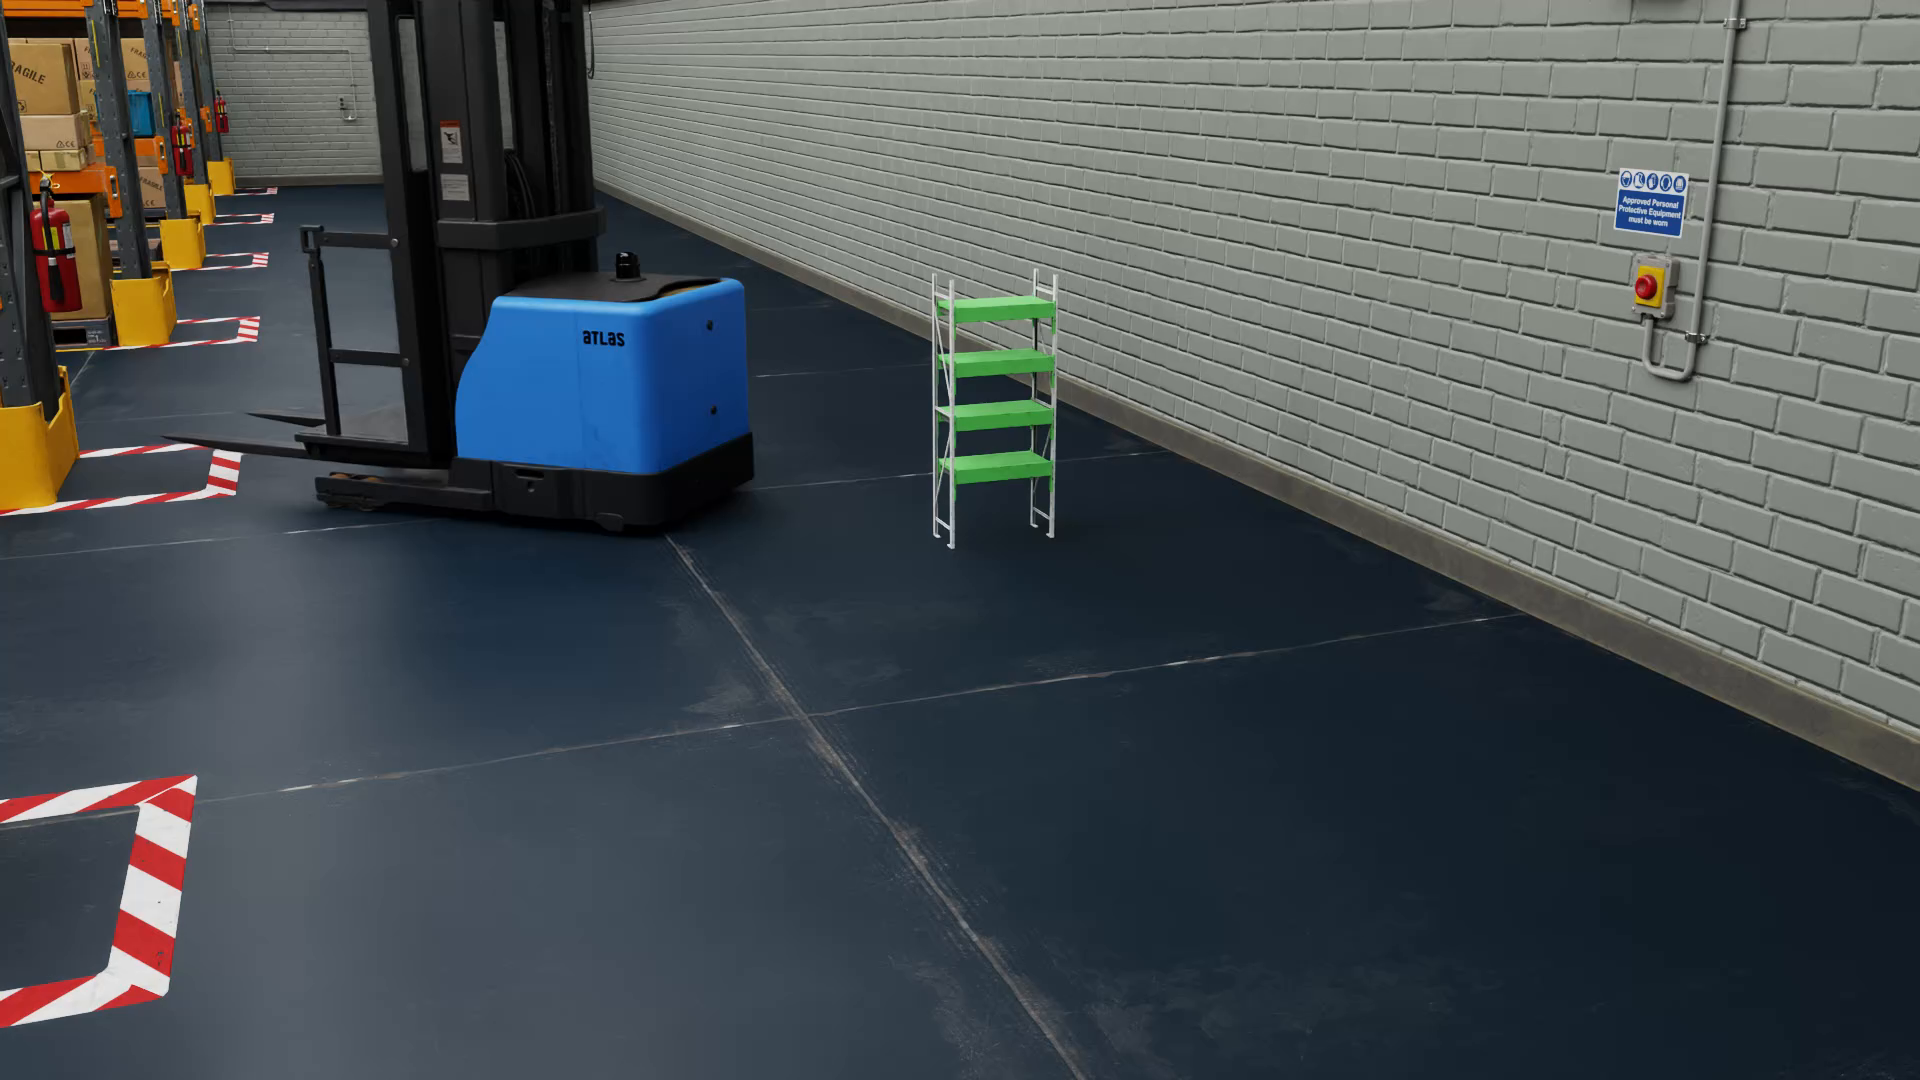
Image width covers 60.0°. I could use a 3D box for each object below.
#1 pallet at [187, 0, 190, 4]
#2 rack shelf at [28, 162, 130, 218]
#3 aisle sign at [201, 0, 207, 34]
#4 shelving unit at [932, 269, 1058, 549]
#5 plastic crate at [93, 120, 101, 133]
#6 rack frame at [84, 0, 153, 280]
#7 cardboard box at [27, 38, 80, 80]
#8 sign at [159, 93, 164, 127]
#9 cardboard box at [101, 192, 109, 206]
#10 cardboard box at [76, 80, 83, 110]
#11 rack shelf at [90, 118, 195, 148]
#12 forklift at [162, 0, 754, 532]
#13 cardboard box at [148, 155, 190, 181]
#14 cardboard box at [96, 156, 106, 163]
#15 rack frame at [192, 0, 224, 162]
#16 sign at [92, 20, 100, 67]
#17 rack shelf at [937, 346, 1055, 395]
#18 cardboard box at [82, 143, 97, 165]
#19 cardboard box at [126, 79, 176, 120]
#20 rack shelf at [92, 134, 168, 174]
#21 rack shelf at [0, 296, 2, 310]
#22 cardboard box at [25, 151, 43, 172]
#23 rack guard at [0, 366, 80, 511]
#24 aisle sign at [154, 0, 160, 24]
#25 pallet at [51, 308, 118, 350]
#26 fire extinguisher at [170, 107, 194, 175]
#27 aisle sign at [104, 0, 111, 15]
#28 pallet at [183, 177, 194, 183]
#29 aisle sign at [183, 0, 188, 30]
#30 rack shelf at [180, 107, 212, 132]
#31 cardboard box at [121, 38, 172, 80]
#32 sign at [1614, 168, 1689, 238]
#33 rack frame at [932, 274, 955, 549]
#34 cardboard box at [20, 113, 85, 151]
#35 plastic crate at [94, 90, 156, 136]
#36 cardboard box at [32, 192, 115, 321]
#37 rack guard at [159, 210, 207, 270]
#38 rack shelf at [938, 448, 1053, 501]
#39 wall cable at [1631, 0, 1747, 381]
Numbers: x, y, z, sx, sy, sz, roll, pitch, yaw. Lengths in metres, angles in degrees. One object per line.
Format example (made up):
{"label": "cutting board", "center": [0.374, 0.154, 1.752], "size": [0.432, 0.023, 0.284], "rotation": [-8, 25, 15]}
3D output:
{"label": "pallet", "center": [-12.435, -8.294, 25.352], "size": [1.213, 0.211, 1.003], "rotation": [-6, 17, -20]}
{"label": "rack shelf", "center": [-8.297, -2.518, 12.127], "size": [4.000, 0.370, 1.077], "rotation": [-6, 17, -20]}
{"label": "aisle sign", "center": [-11.572, -8.150, 25.415], "size": [0.004, 0.787, 0.394], "rotation": [-6, 17, -20]}
{"label": "shelving unit", "center": [0.155, -0.592, 7.486], "size": [0.503, 1.200, 0.258], "rotation": [-6, 17, -20]}
{"label": "plastic crate", "center": [-8.879, -4.322, 17.352], "size": [0.298, 0.136, 0.250], "rotation": [-6, 17, -20]}
{"label": "rack frame", "center": [-6.429, -3.065, 12.712], "size": [0.127, 3.000, 1.000], "rotation": [-6, 17, -20]}
{"label": "cardboard box", "center": [-11.242, -5.978, 20.678], "size": [0.500, 0.500, 0.500], "rotation": [-6, 17, -19]}
{"label": "sign", "center": [-7.989, -4.303, 16.639], "size": [0.005, 0.325, 0.100], "rotation": [-6, 17, -20]}
{"label": "cardboard box", "center": [-11.047, -4.533, 21.810], "size": [0.500, 0.250, 0.500], "rotation": [-6, 17, -20]}
{"label": "cardboard box", "center": [-11.242, -5.501, 20.829], "size": [0.500, 0.500, 0.500], "rotation": [-6, 17, -20]}
{"label": "rack shelf", "center": [-11.838, -5.125, 21.004], "size": [4.000, 0.370, 1.077], "rotation": [-6, 17, -20]}
{"label": "forklift", "center": [-2.615, -1.677, 8.106], "size": [3.031, 2.935, 1.130], "rotation": [6, 17, 19]}
{"label": "cardboard box", "center": [-12.364, -5.880, 25.989], "size": [0.500, 0.500, 0.700], "rotation": [-6, 17, -20]}
{"label": "cardboard box", "center": [-13.301, -5.779, 25.644], "size": [0.500, 0.500, 0.700], "rotation": [-7, 18, -22]}
{"label": "rack frame", "center": [-11.746, -6.975, 26.026], "size": [0.127, 3.000, 1.000], "rotation": [-6, 17, -20]}
{"label": "sign", "center": [-6.248, -3.590, 12.024], "size": [0.005, 0.325, 0.100], "rotation": [-6, 17, -20]}
{"label": "rack shelf", "center": [0.155, -0.761, 7.436], "size": [0.480, 0.148, 0.258], "rotation": [-6, 17, -20]}
{"label": "cardboard box", "center": [-6.879, -2.996, 12.921], "size": [0.250, 0.149, 0.380], "rotation": [-6, 17, -19]}
{"label": "cardboard box", "center": [-10.291, -5.603, 21.177], "size": [0.500, 0.500, 0.500], "rotation": [-6, 17, -18]}
{"label": "rack shelf", "center": [-10.069, -3.821, 16.564], "size": [4.000, 0.370, 1.077], "rotation": [-6, 17, -20]}
{"label": "rack shelf", "center": [-6.616, -1.203, 7.648], "size": [4.000, 0.370, 1.077], "rotation": [-6, 17, -20]}
{"label": "cardboard box", "center": [-6.886, -2.795, 12.239], "size": [0.250, 0.149, 0.380], "rotation": [-6, 17, -20]}
{"label": "rack guard", "center": [-4.820, -0.543, 8.559], "size": [0.348, 0.500, 1.175], "rotation": [-6, 17, -20]}
{"label": "aisle sign", "center": [-8.029, -5.546, 16.545], "size": [0.004, 0.787, 0.394], "rotation": [-6, 17, -20]}
{"label": "pallet", "center": [-7.148, -1.626, 12.760], "size": [1.213, 0.211, 1.003], "rotation": [-6, 17, -20]}
{"label": "fire extinguisher", "center": [-7.898, -4.048, 16.858], "size": [0.183, 0.674, 0.296], "rotation": [-6, 17, -20]}
{"label": "aisle sign", "center": [-6.255, -4.241, 12.102], "size": [0.004, 0.787, 0.394], "rotation": [-6, 17, -20]}
{"label": "pallet", "center": [-12.465, -5.536, 26.074], "size": [1.213, 0.211, 1.003], "rotation": [-6, 17, -20]}
{"label": "aisle sign", "center": [-9.797, -6.845, 20.971], "size": [0.004, 0.787, 0.394], "rotation": [-6, 17, -20]}
{"label": "rack shelf", "center": [-13.614, -6.428, 25.441], "size": [4.000, 0.370, 1.077], "rotation": [-6, 17, -20]}
{"label": "cardboard box", "center": [-10.288, -6.082, 21.035], "size": [0.500, 0.500, 0.500], "rotation": [-6, 18, -21]}
{"label": "sign", "center": [2.414, -1.181, 5.816], "size": [0.001, 0.218, 0.327], "rotation": [-6, 17, -20]}
{"label": "rack frame", "center": [-0.073, -0.568, 7.402], "size": [0.015, 1.200, 0.240], "rotation": [-6, 17, -20]}
{"label": "cardboard box", "center": [-6.787, -3.017, 12.287], "size": [0.500, 0.250, 0.500], "rotation": [-6, 18, -21]}
{"label": "plastic crate", "center": [-8.447, -4.331, 16.854], "size": [0.499, 0.435, 0.616], "rotation": [-6, 17, -20]}
{"label": "cardboard box", "center": [-6.998, -2.161, 12.661], "size": [0.875, 0.875, 0.875], "rotation": [-6, 17, -20]}
{"label": "rack guard", "center": [-8.184, -3.175, 17.522], "size": [0.348, 0.500, 1.175], "rotation": [-6, 17, -20]}
{"label": "rack shelf", "center": [0.155, -0.301, 7.572], "size": [0.480, 0.148, 0.258], "rotation": [-6, 17, -20]}
{"label": "wall cable", "center": [2.374, -1.535, 5.642], "size": [0.123, 1.953, 0.585], "rotation": [-6, 17, -20]}
